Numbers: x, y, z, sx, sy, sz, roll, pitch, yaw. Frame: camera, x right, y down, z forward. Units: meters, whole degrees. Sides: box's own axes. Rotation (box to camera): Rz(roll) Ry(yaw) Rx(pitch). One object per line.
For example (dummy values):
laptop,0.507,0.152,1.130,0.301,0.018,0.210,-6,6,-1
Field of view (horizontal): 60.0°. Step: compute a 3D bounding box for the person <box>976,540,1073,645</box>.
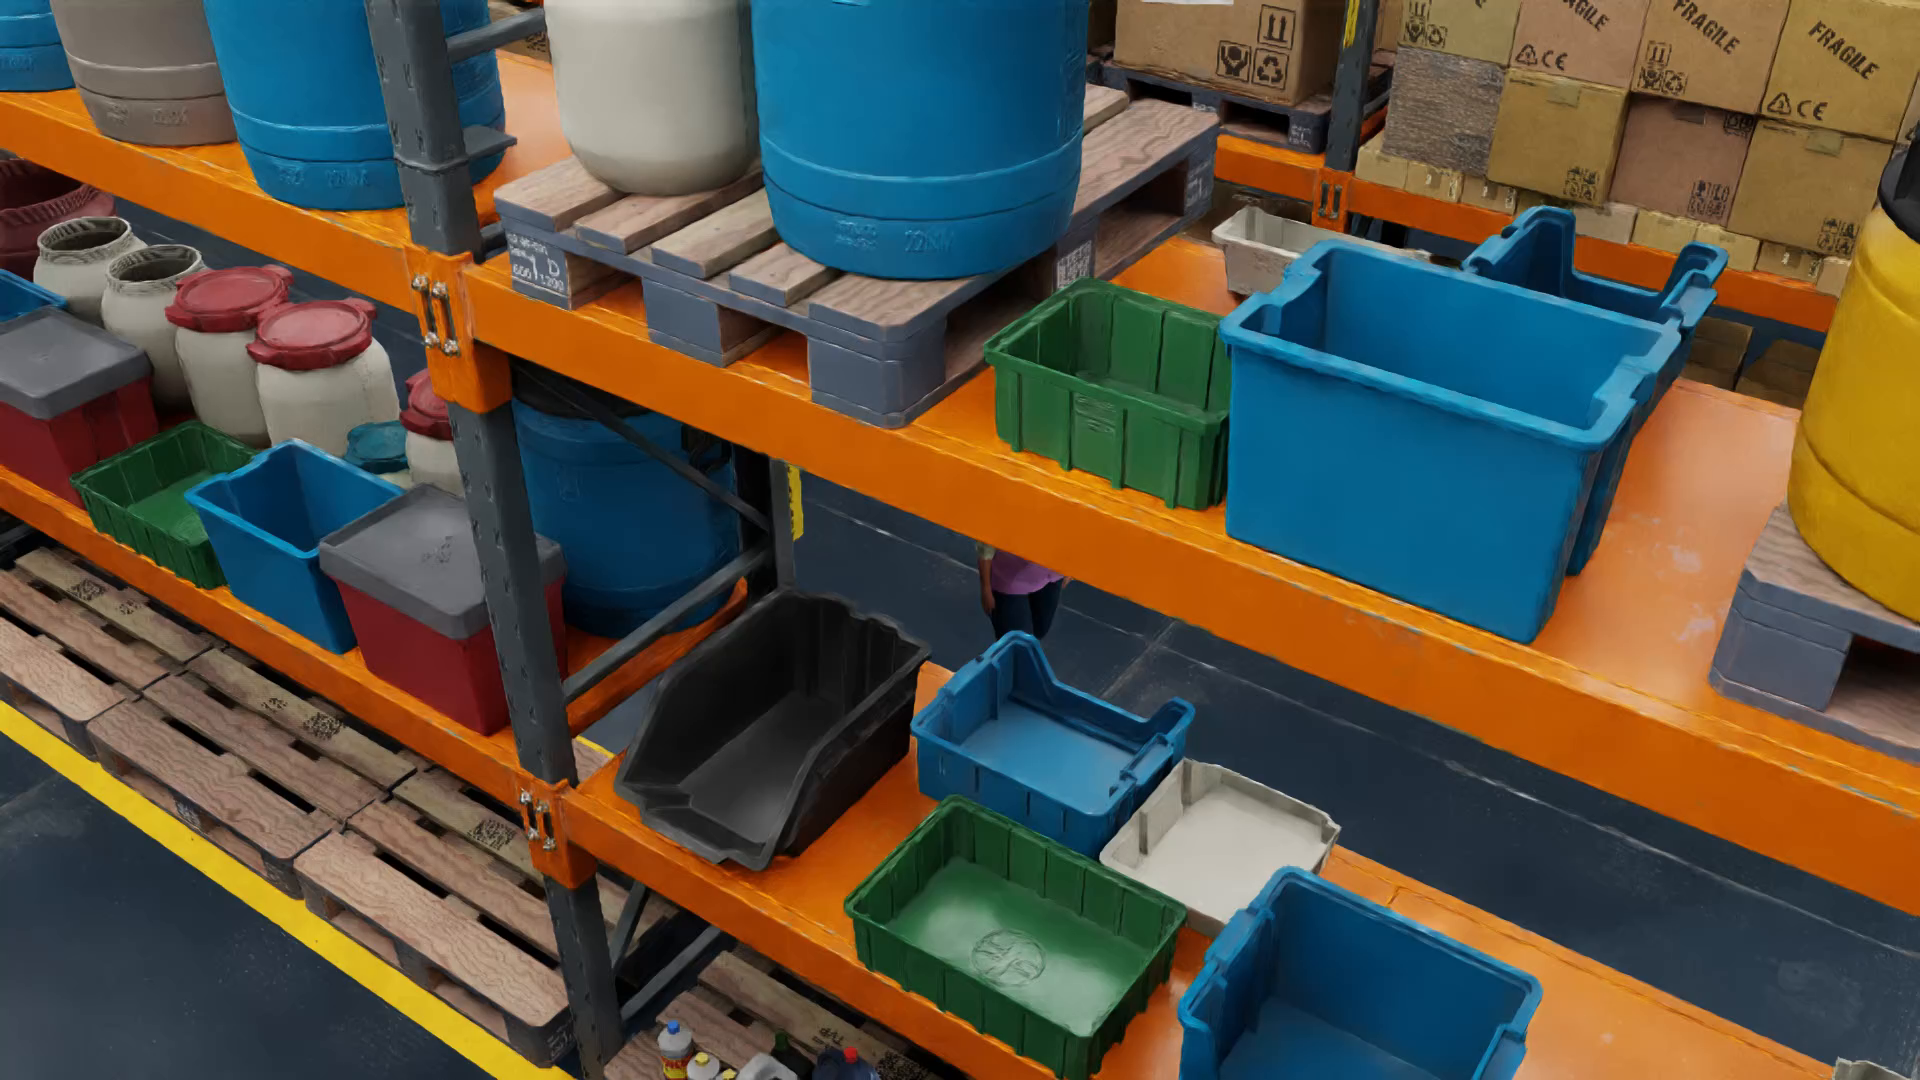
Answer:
person,0.219,0.102,5.985,0.424,1.597,0.559,-29,44,-35
